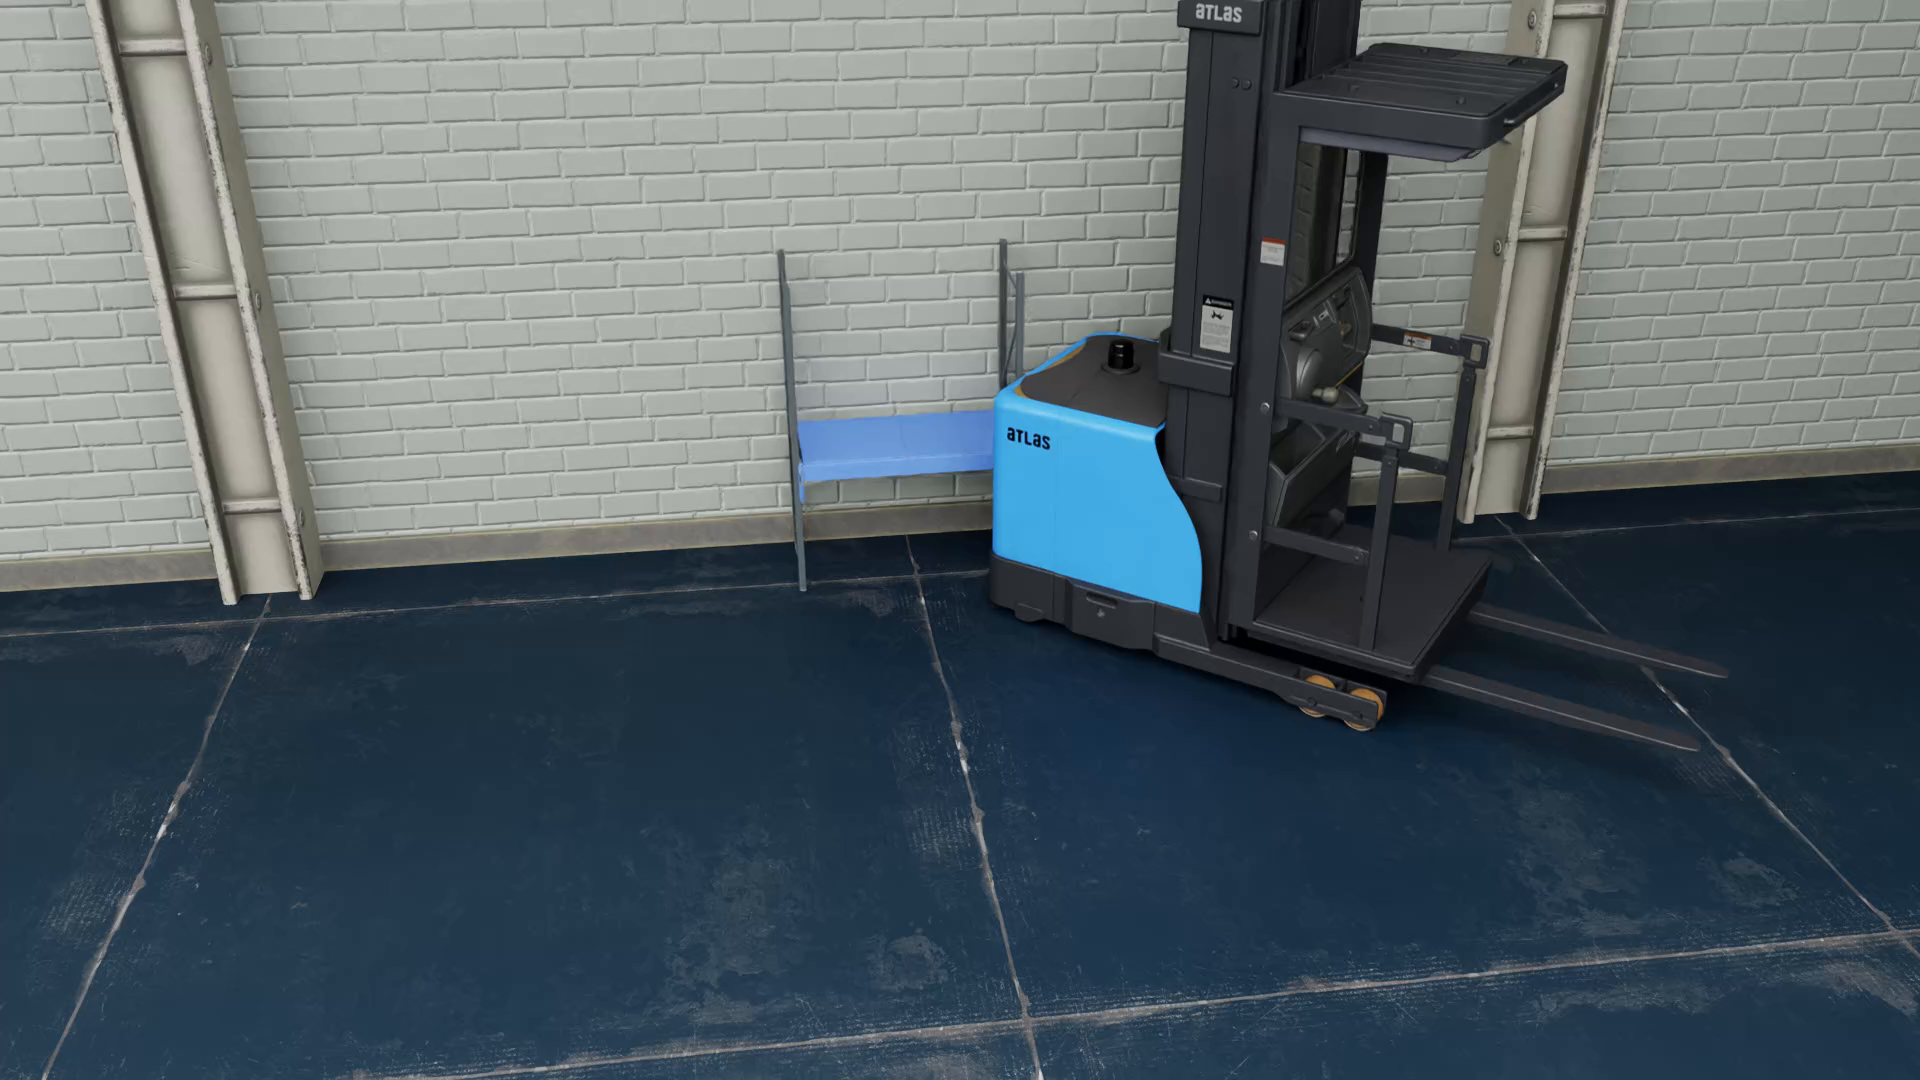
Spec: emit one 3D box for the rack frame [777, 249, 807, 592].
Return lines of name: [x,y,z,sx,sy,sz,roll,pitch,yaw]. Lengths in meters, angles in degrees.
rack frame: [-0.772,-0.535,7.644,0.032,1.500,0.500,-4,28,-7]

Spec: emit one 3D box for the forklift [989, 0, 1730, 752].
forklift: [1.654,-0.808,6.615,3.031,2.935,1.130,16,31,28]

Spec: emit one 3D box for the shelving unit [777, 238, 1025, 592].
shelving unit: [-0.268,-0.571,7.706,1.048,1.500,0.538,-4,28,-7]

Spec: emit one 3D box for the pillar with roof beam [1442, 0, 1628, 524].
pillar with roof beam: [3.320,-2.223,2.724,0.400,9.000,9.100,-4,27,-7]

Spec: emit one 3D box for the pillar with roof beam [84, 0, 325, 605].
pillar with roof beam: [-2.622,-1.841,1.981,0.400,9.000,9.100,-4,27,-7]

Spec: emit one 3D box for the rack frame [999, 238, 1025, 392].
rack frame: [0.235,-0.606,7.767,0.032,1.500,0.500,-4,28,-7]

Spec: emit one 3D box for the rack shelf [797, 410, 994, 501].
rack shelf: [-0.267,-0.411,7.789,1.000,0.185,0.538,-4,28,-7]
